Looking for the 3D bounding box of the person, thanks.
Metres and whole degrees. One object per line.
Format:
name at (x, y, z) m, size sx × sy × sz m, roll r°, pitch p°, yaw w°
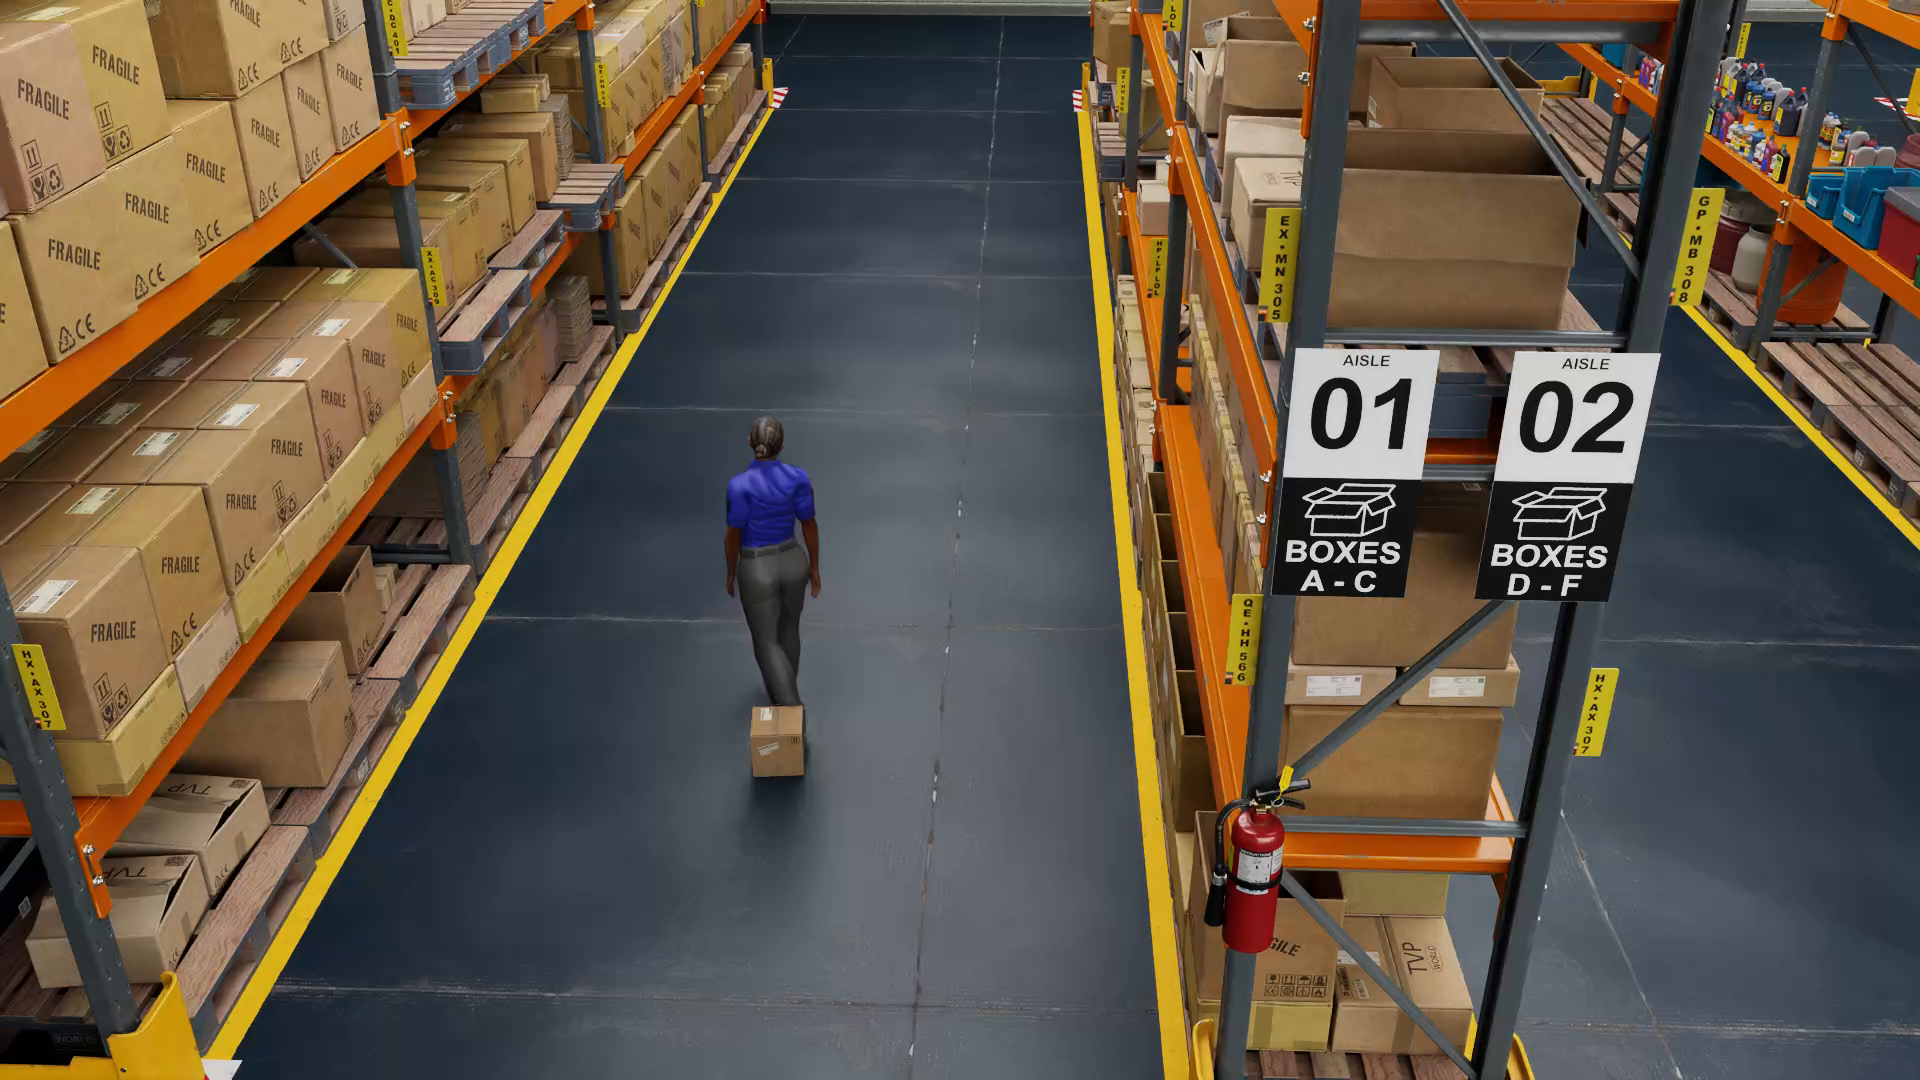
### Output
person at (-0.919, 0.185, 8.277) m, size 0.504 × 1.641 × 0.606 m, roll -16°, pitch 32°, yaw -28°
